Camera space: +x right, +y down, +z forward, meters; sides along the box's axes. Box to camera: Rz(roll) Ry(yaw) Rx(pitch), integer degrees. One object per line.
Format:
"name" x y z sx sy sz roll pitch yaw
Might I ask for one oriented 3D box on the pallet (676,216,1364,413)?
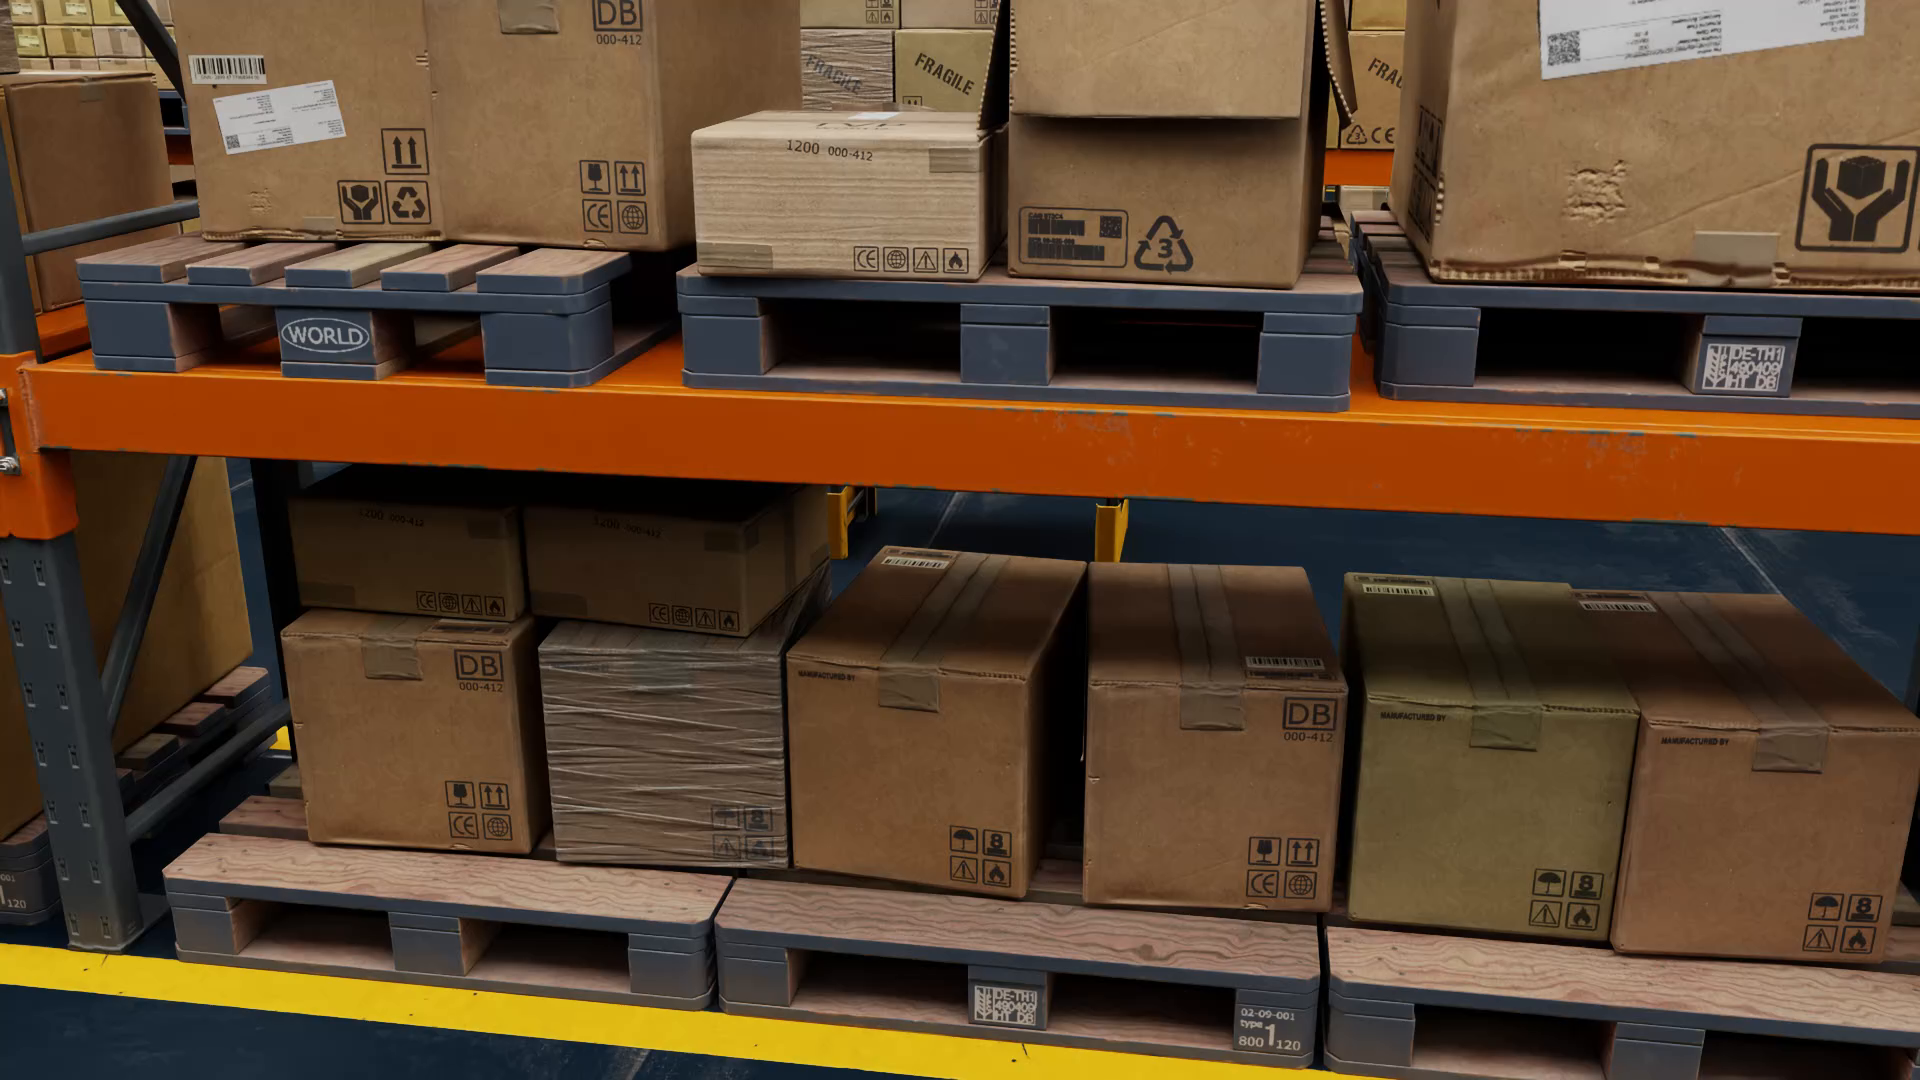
"pallet" 0.159 -0.502 3.380 1.213 0.211 1.003 3 19 9

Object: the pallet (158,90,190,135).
"pallet" -4.134 -2.255 8.619 1.213 0.211 1.003 3 19 9

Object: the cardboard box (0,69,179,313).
"cardboard box" -2.239 -0.837 3.921 0.500 0.500 0.500 3 19 10

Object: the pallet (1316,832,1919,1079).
"pallet" 1.378 0.805 3.565 1.213 0.211 1.003 3 19 9

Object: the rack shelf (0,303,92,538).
"rack shelf" -3.777 -0.440 4.024 4.000 0.370 1.077 3 19 9

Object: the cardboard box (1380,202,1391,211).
"cardboard box" 2.406 -1.163 7.936 0.750 0.750 1.050 3 19 8

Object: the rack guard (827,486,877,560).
"rack guard" -0.416 -0.140 6.327 0.087 0.250 0.587 3 19 9

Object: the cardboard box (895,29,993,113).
"cardboard box" -0.013 -2.145 7.828 0.500 0.500 0.500 3 19 8

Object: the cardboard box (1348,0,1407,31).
"cardboard box" 2.034 -2.598 7.606 0.500 0.500 0.700 3 19 8

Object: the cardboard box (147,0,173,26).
"cardboard box" -3.774 -2.589 8.111 0.250 0.149 0.380 3 19 8

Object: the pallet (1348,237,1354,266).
"pallet" 2.950 -2.300 12.844 1.213 0.211 1.003 3 19 9

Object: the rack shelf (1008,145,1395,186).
"rack shelf" 1.059 -1.787 8.051 4.000 0.370 1.077 3 19 9

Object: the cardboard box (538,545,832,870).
"cardboard box" -0.588 0.348 3.782 0.500 0.500 0.700 1 19 4

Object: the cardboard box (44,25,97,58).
"cardboard box" -4.293 -2.475 8.238 0.250 0.149 0.380 3 19 8

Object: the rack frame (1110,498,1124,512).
"rack frame" 0.586 -0.681 5.976 0.032 1.500 0.500 3 19 9

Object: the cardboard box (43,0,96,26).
"cardboard box" -4.273 -2.617 8.192 0.250 0.149 0.380 3 19 10

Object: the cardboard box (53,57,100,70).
"cardboard box" -4.274 -2.334 8.287 0.250 0.149 0.380 3 19 10

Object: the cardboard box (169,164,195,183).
"cardboard box" -6.557 -3.126 14.296 0.875 0.438 0.875 3 19 10

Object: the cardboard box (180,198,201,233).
"cardboard box" -3.651 -1.654 8.614 0.500 0.250 0.500 3 19 10

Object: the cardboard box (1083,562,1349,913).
"cardboard box" 0.524 0.402 3.620 0.500 0.500 0.700 1 19 4

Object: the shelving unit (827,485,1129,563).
"shelving unit" 0.075 -0.707 6.054 1.083 1.500 0.587 3 19 9

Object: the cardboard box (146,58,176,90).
"cardboard box" -3.781 -2.308 8.207 0.250 0.149 0.380 3 19 9

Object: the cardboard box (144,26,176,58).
"cardboard box" -3.781 -2.449 8.161 0.250 0.149 0.380 2 19 6

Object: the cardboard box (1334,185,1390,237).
"cardboard box" 3.201 -2.562 12.713 0.625 0.372 0.950 3 19 9

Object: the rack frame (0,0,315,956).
"rack frame" -1.802 -0.680 3.609 0.127 3.000 1.000 3 19 9

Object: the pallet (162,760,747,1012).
"pallet" -1.031 0.682 3.932 1.213 0.211 1.003 3 19 9

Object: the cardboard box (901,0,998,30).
"cardboard box" 0.026 -2.700 7.912 0.500 0.500 0.700 3 19 8

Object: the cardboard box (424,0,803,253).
"cardboard box" -0.696 -0.915 3.492 0.500 0.500 0.700 6 19 17

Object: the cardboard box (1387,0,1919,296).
"cardboard box" 1.385 -1.046 3.096 1.000 1.000 1.000 3 19 9

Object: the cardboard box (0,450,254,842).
"cardboard box" -2.480 0.087 4.003 0.875 0.875 1.225 2 19 6

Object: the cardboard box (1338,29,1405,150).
"cardboard box" 1.977 -2.043 7.524 0.500 0.500 0.500 3 19 8

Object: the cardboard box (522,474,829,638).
"cardboard box" -0.611 -0.011 3.674 0.500 0.250 0.500 5 19 15

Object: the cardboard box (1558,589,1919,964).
"cardboard box" 1.544 0.460 3.447 0.500 0.500 0.700 1 19 4

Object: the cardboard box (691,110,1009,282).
"cardboard box" -0.184 -0.652 3.099 0.500 0.250 0.500 2 19 7
